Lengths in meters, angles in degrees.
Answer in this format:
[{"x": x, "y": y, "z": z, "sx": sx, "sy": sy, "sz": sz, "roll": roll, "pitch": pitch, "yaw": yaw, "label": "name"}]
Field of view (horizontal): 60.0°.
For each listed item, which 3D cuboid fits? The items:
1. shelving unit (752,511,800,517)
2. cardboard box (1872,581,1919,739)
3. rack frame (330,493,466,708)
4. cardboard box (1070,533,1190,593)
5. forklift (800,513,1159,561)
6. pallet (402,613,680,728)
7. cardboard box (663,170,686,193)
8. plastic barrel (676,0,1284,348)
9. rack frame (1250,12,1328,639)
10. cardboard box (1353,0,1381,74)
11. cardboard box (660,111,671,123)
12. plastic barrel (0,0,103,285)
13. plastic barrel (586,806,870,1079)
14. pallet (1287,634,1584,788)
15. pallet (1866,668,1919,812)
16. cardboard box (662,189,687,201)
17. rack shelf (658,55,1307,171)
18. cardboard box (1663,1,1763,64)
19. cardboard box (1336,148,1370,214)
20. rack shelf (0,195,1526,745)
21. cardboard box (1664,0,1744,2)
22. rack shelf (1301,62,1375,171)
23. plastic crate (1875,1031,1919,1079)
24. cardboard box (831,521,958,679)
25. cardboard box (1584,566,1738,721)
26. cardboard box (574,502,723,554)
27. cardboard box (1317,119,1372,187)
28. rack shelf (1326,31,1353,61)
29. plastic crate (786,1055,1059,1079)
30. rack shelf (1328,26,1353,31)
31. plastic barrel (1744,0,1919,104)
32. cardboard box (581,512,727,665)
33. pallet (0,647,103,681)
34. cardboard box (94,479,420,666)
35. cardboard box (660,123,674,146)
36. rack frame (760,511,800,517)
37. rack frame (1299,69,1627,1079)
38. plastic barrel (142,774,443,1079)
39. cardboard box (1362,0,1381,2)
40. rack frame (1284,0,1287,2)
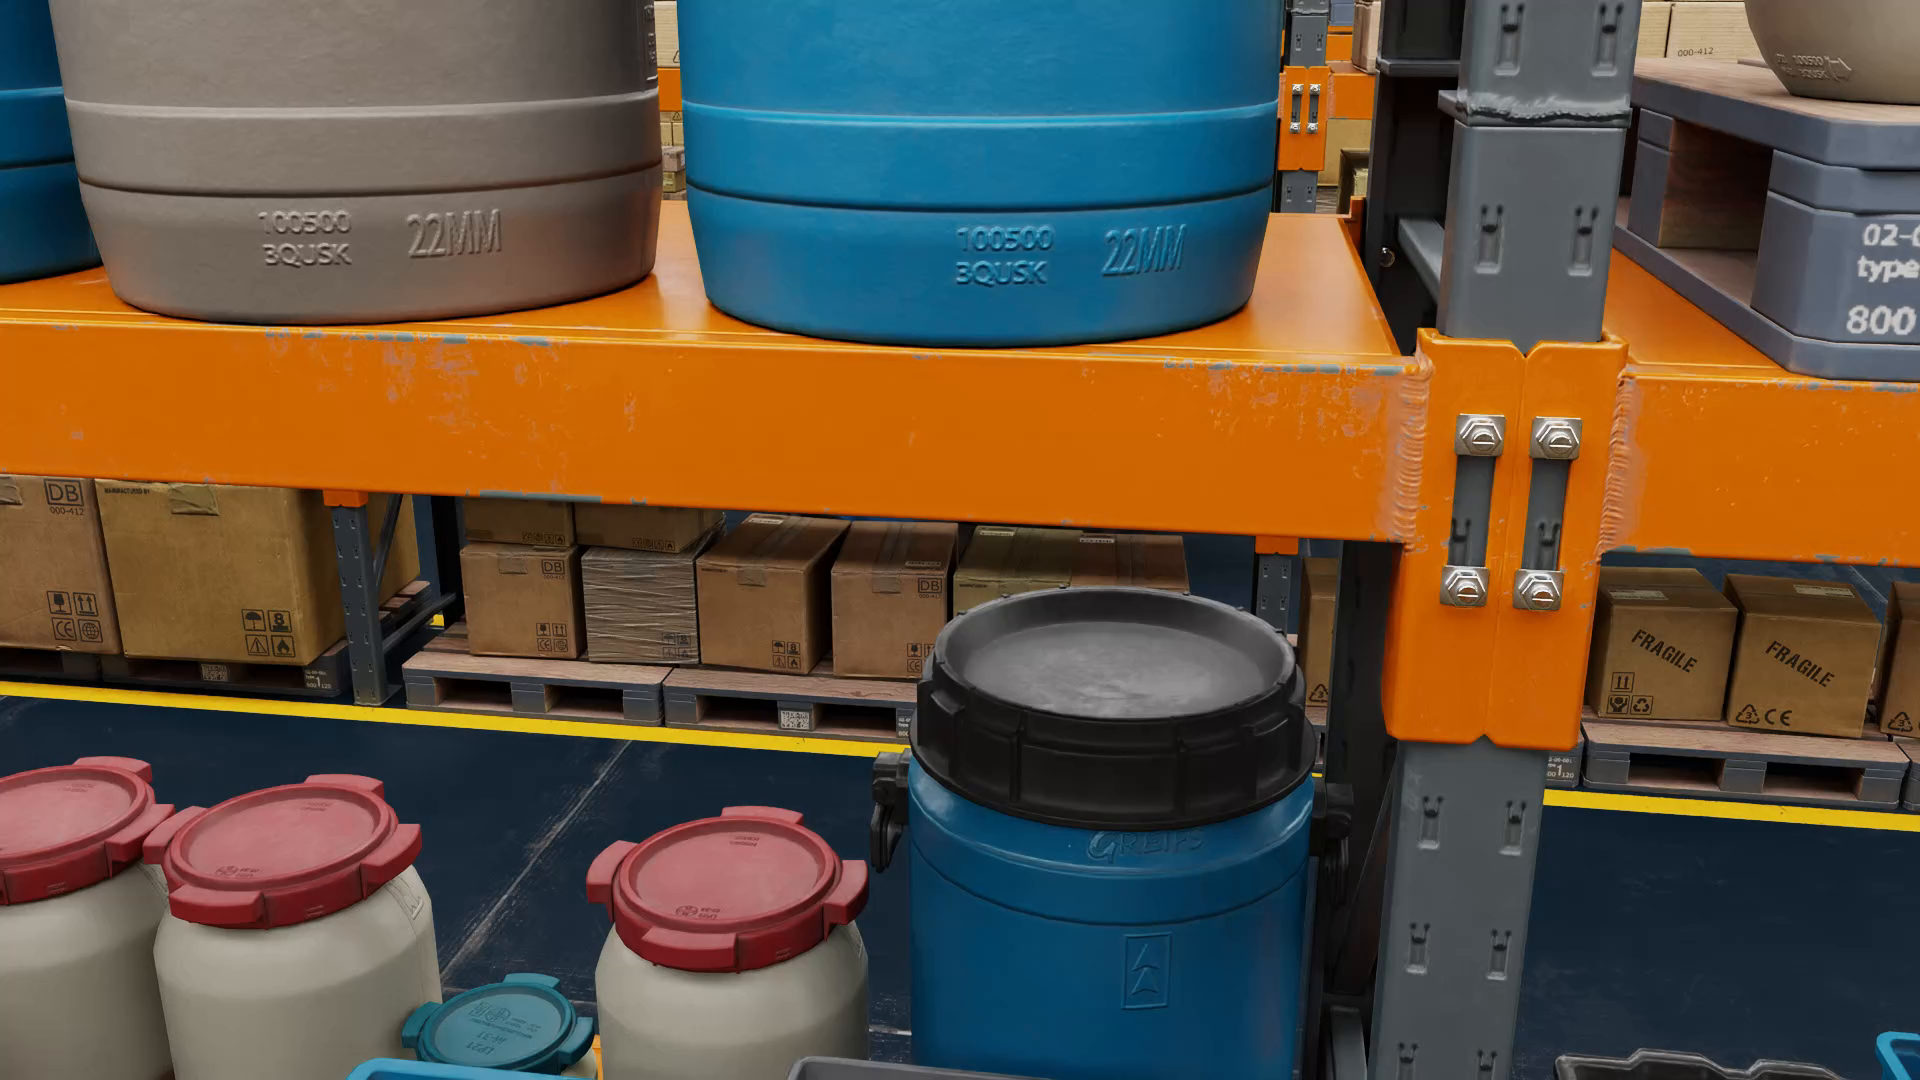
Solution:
[{"x": -1.092, "y": -0.587, "z": 9.651, "sx": 0.258, "sy": 1.200, "sz": 0.189, "roll": -8, "pitch": 17, "yaw": -22, "label": "shelving unit"}, {"x": 4.081, "y": 0.512, "z": 6.824, "sx": 0.500, "sy": 0.500, "sz": 0.500, "roll": 8, "pitch": 20, "yaw": 23, "label": "cardboard box"}, {"x": -2.608, "y": -0.821, "z": 7.530, "sx": 0.127, "sy": 3.000, "sz": 1.000, "roll": 3, "pitch": 19, "yaw": 9, "label": "rack frame"}, {"x": 0.739, "y": 0.319, "z": 7.368, "sx": 0.500, "sy": 0.500, "sz": 0.700, "roll": 1, "pitch": 19, "yaw": 4, "label": "cardboard box"}, {"x": 0.611, "y": -1.488, "z": 9.630, "sx": 3.031, "sy": 2.935, "sz": 1.130, "roll": -8, "pitch": 20, "yaw": -23, "label": "forklift"}, {"x": -1.837, "y": 0.541, "z": 7.854, "sx": 1.213, "sy": 0.211, "sz": 1.003, "roll": 3, "pitch": 19, "yaw": 9, "label": "pallet"}, {"x": -2.167, "y": -2.678, "z": 12.346, "sx": 0.250, "sy": 0.149, "sz": 0.380, "roll": 4, "pitch": 19, "yaw": 11, "label": "cardboard box"}, {"x": 0.019, "y": -0.686, "z": 1.609, "sx": 0.708, "sy": 0.901, "sz": 0.600, "roll": 3, "pitch": 19, "yaw": 9, "label": "plastic barrel"}, {"x": 1.341, "y": -0.620, "z": 6.928, "sx": 0.127, "sy": 3.000, "sz": 1.000, "roll": 3, "pitch": 19, "yaw": 9, "label": "rack frame"}, {"x": 1.745, "y": -1.868, "z": 6.169, "sx": 0.500, "sy": 0.250, "sz": 0.500, "roll": 2, "pitch": 19, "yaw": 7, "label": "cardboard box"}, {"x": -3.084, "y": -4.470, "z": 16.701, "sx": 0.500, "sy": 0.500, "sz": 0.500, "roll": 3, "pitch": 19, "yaw": 8, "label": "cardboard box"}, {"x": -1.272, "y": -0.752, "z": 1.805, "sx": 0.708, "sy": 0.901, "sz": 0.600, "roll": 3, "pitch": 19, "yaw": 9, "label": "plastic barrel"}, {"x": -0.354, "y": 0.750, "z": 2.619, "sx": 0.433, "sy": 0.535, "sz": 0.433, "roll": 0, "pitch": 18, "yaw": 0, "label": "plastic barrel"}, {"x": 2.010, "y": 0.725, "z": 7.303, "sx": 1.213, "sy": 0.211, "sz": 1.003, "roll": 3, "pitch": 19, "yaw": 9, "label": "pallet"}, {"x": 4.419, "y": 0.848, "z": 6.936, "sx": 1.213, "sy": 0.211, "sz": 1.003, "roll": 3, "pitch": 19, "yaw": 9, "label": "pallet"}, {"x": -2.131, "y": -2.536, "z": 12.389, "sx": 0.250, "sy": 0.149, "sz": 0.380, "roll": 3, "pitch": 19, "yaw": 8, "label": "cardboard box"}, {"x": -0.633, "y": -1.802, "z": 6.868, "sx": 4.000, "sy": 0.370, "sz": 1.077, "roll": 3, "pitch": 19, "yaw": 9, "label": "rack shelf"}, {"x": 2.757, "y": -1.815, "z": 6.009, "sx": 0.500, "sy": 0.250, "sz": 0.500, "roll": 2, "pitch": 19, "yaw": 6, "label": "cardboard box"}, {"x": 1.829, "y": -1.346, "z": 6.897, "sx": 0.500, "sy": 0.500, "sz": 0.500, "roll": 3, "pitch": 19, "yaw": 9, "label": "cardboard box"}, {"x": -1.419, "y": -0.250, "z": 2.230, "sx": 4.000, "sy": 0.370, "sz": 1.077, "roll": 3, "pitch": 19, "yaw": 9, "label": "rack shelf"}, {"x": 2.650, "y": -1.995, "z": 5.920, "sx": 0.250, "sy": 0.149, "sz": 0.380, "roll": 3, "pitch": 19, "yaw": 8, "label": "cardboard box"}, {"x": 3.316, "y": -1.601, "z": 6.266, "sx": 4.000, "sy": 0.370, "sz": 1.077, "roll": 3, "pitch": 19, "yaw": 9, "label": "rack shelf"}, {"x": 1.692, "y": 0.973, "z": 2.402, "sx": 0.616, "sy": 0.251, "sz": 0.499, "roll": 3, "pitch": 19, "yaw": 9, "label": "plastic crate"}, {"x": -0.282, "y": 0.261, "z": 7.541, "sx": 0.500, "sy": 0.500, "sz": 0.700, "roll": 1, "pitch": 19, "yaw": 4, "label": "cardboard box"}, {"x": 2.922, "y": 0.432, "z": 7.062, "sx": 0.500, "sy": 0.500, "sz": 0.500, "roll": 1, "pitch": 19, "yaw": 4, "label": "cardboard box"}, {"x": -1.416, "y": -0.152, "z": 7.595, "sx": 0.500, "sy": 0.250, "sz": 0.500, "roll": 5, "pitch": 19, "yaw": 15, "label": "cardboard box"}, {"x": 2.587, "y": -2.723, "z": 11.275, "sx": 0.550, "sy": 0.550, "sz": 0.875, "roll": 3, "pitch": 19, "yaw": 9, "label": "cardboard box"}, {"x": 4.203, "y": -3.149, "z": 10.895, "sx": 4.000, "sy": 0.370, "sz": 1.077, "roll": 3, "pitch": 19, "yaw": 9, "label": "rack shelf"}, {"x": 0.029, "y": 0.973, "z": 2.067, "sx": 0.583, "sy": 0.464, "sz": 0.402, "roll": 3, "pitch": 19, "yaw": 9, "label": "plastic crate"}, {"x": 4.888, "y": -4.705, "z": 15.545, "sx": 4.000, "sy": 0.370, "sz": 1.077, "roll": 3, "pitch": 19, "yaw": 9, "label": "rack shelf"}, {"x": 0.950, "y": -0.660, "z": 1.482, "sx": 0.421, "sy": 0.512, "sz": 0.421, "roll": 0, "pitch": 18, "yaw": 0, "label": "plastic barrel"}, {"x": -1.394, "y": 0.207, "z": 7.703, "sx": 0.500, "sy": 0.500, "sz": 0.700, "roll": 1, "pitch": 19, "yaw": 4, "label": "cardboard box"}, {"x": -4.575, "y": 0.376, "z": 8.348, "sx": 1.213, "sy": 0.211, "sz": 1.003, "roll": 3, "pitch": 19, "yaw": 9, "label": "pallet"}, {"x": -3.286, "y": -0.054, "z": 7.924, "sx": 0.875, "sy": 0.875, "sz": 1.225, "roll": 2, "pitch": 19, "yaw": 6, "label": "cardboard box"}, {"x": -3.083, "y": -4.107, "z": 16.798, "sx": 0.500, "sy": 0.250, "sz": 0.500, "roll": 2, "pitch": 19, "yaw": 7, "label": "cardboard box"}, {"x": -1.056, "y": -0.565, "z": 9.569, "sx": 0.240, "sy": 1.200, "sz": 0.006, "roll": -8, "pitch": 17, "yaw": -22, "label": "rack frame"}, {"x": 0.556, "y": 0.932, "z": 2.291, "sx": 0.127, "sy": 3.000, "sz": 1.000, "roll": 3, "pitch": 19, "yaw": 9, "label": "rack frame"}, {"x": -1.078, "y": 0.714, "z": 2.729, "sx": 0.433, "sy": 0.535, "sz": 0.433, "roll": 0, "pitch": 18, "yaw": 0, "label": "plastic barrel"}, {"x": 1.613, "y": -2.047, "z": 6.076, "sx": 0.250, "sy": 0.149, "sz": 0.380, "roll": 2, "pitch": 19, "yaw": 7, "label": "cardboard box"}, {"x": 2.228, "y": -5.014, "z": 10.605, "sx": 0.127, "sy": 3.000, "sz": 1.000, "roll": 3, "pitch": 19, "yaw": 9, "label": "rack frame"}]
